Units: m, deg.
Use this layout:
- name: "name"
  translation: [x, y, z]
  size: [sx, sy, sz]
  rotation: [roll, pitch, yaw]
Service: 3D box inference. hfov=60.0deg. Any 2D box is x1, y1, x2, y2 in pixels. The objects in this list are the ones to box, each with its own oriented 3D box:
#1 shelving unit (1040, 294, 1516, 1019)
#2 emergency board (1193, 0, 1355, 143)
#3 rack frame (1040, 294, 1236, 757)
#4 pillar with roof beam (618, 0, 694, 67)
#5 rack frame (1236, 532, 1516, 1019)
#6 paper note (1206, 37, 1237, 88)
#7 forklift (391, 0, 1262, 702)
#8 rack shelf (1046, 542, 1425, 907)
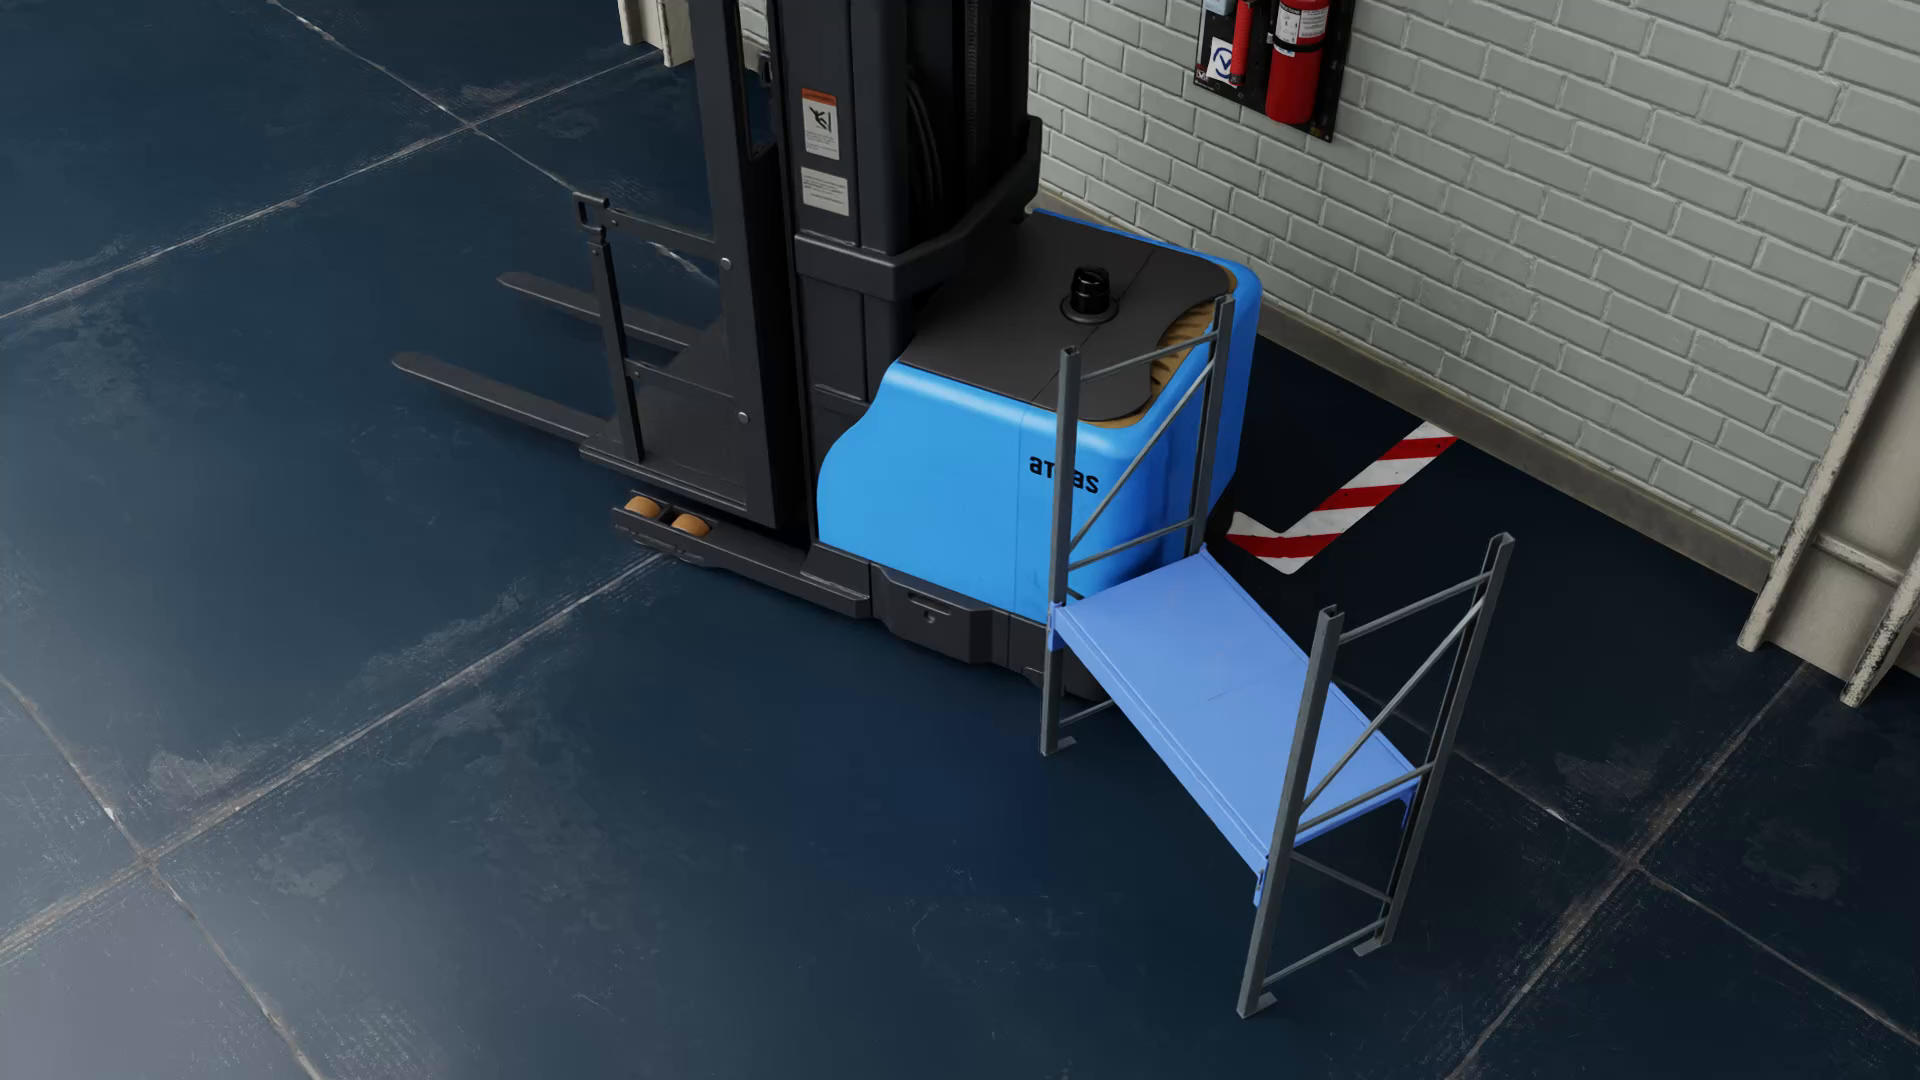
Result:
- name: "shelving unit"
  translation: [0.714, 0.320, 4.299]
  size: [0.538, 1.500, 1.048]
  rotation: [-20, 46, -21]
- name: "emergency board"
  translation: [1.044, -1.950, 5.650]
  size: [0.194, 1.169, 0.643]
  rotation: [-34, 53, -31]
- name: "rack frame"
  translation: [0.470, 0.017, 4.627]
  size: [0.500, 1.500, 0.032]
  rotation: [-20, 46, -21]
- name: "pillar with roof beam"
  translation: [-4.524, -3.767, 3.196]
  size: [9.100, 9.000, 0.400]
  rotation: [-34, 53, -31]
- name: "rack frame"
  translation: [0.958, 0.623, 3.971]
  size: [0.500, 1.500, 0.032]
  rotation: [-20, 46, -21]
- name: "paper note"
  translation: [0.967, -1.745, 6.077]
  size: [0.016, 0.148, 0.142]
  rotation: [-34, 53, -31]
- name: "forklift"
  translation: [-0.610, -1.295, 4.991]
  size: [3.031, 2.935, 1.130]
  rotation: [20, 46, 20]
- name: "rack shelf"
  translation: [0.714, 0.452, 4.421]
  size: [0.538, 0.185, 1.000]
  rotation: [-20, 46, -21]
